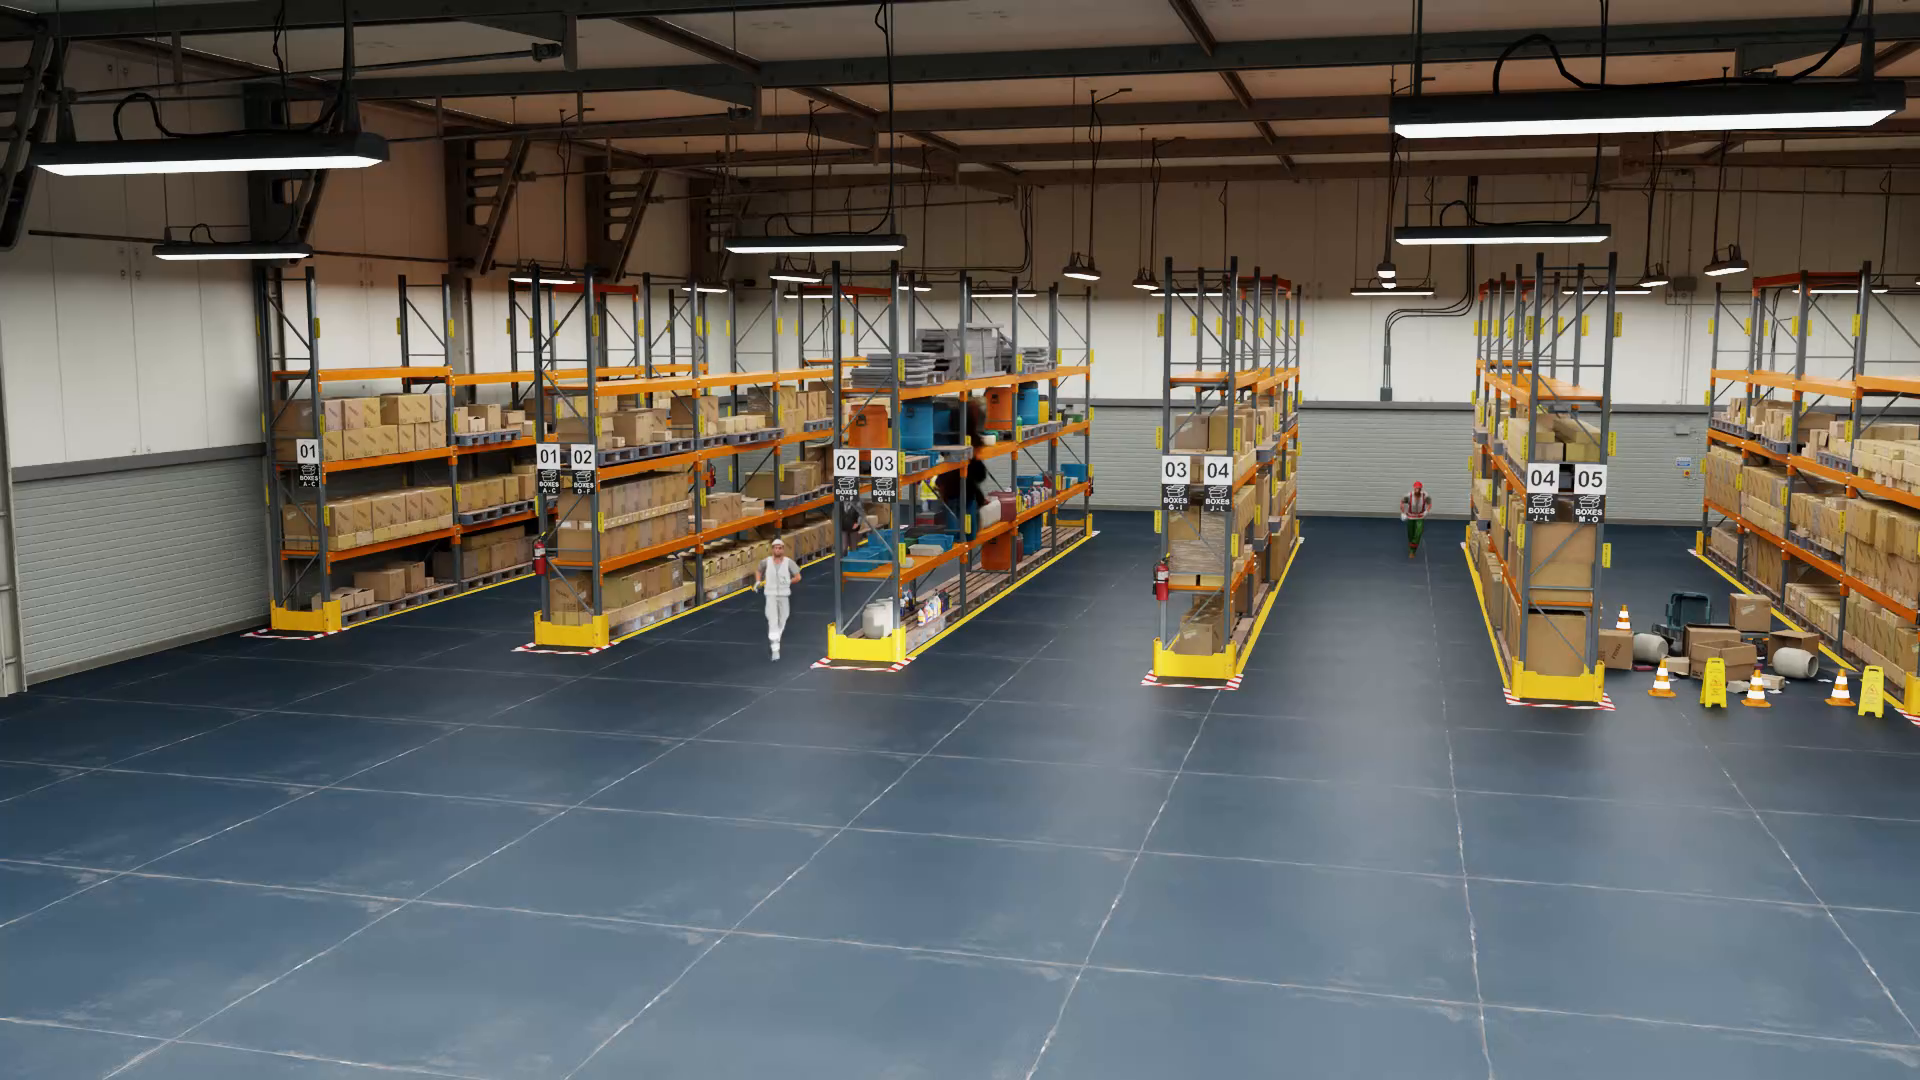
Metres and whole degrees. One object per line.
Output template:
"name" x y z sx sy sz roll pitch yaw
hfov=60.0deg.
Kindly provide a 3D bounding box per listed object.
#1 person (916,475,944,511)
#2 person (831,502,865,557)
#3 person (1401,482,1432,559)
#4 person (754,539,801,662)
"person" -0.742 -0.934 39.922 0.718 1.812 0.906 1 7 5
"person" -2.157 -0.151 31.942 0.661 1.690 0.595 0 7 4
"person" 10.001 -0.452 36.504 0.656 1.716 0.861 1 7 6
"person" -2.788 0.887 25.481 0.721 1.804 0.935 -2 7 -14
